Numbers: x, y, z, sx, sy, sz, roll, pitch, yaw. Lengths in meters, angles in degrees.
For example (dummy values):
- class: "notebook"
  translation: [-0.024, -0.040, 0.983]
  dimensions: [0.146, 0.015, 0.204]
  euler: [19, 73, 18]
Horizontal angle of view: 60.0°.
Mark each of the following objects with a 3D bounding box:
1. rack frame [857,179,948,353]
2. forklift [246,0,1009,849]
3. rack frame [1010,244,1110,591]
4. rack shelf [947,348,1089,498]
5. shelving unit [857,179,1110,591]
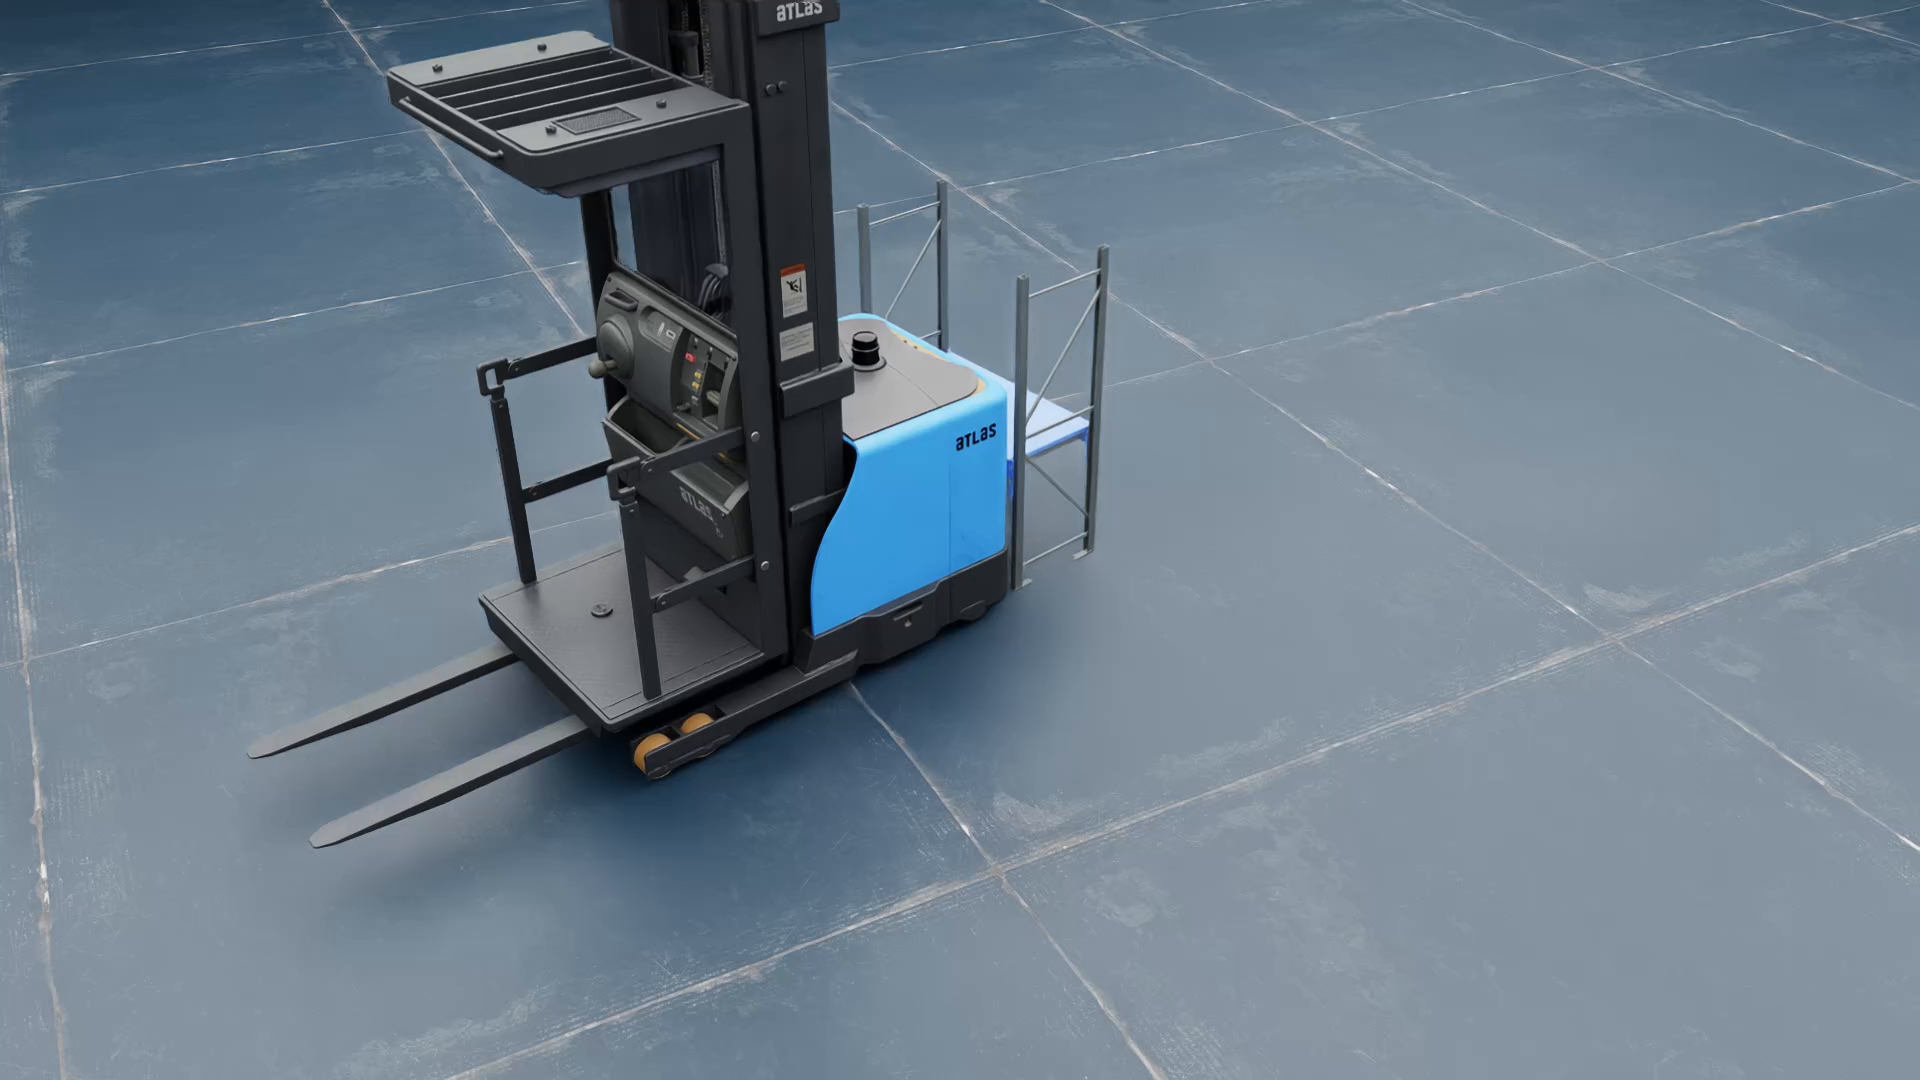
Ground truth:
- class: "rack frame"
  translation: [-0.252, -0.908, 7.777]
  dimensions: [0.500, 1.500, 0.032]
  euler: [-26, 41, -34]
- class: "forklift"
  translation: [-1.251, -0.649, 6.046]
  dimensions: [3.031, 2.935, 1.130]
  euler: [-24, 40, -32]
- class: "rack frame"
  translation: [0.422, -0.497, 7.136]
  dimensions: [0.500, 1.500, 0.032]
  euler: [-26, 41, -34]
- class: "rack shelf"
  translation: [0.085, -0.551, 7.554]
  dimensions: [0.538, 0.185, 1.000]
  euler: [-26, 41, -34]
- class: "shelving unit"
  translation: [0.085, -0.703, 7.457]
  dimensions: [0.538, 1.500, 1.048]
  euler: [-26, 41, -34]
